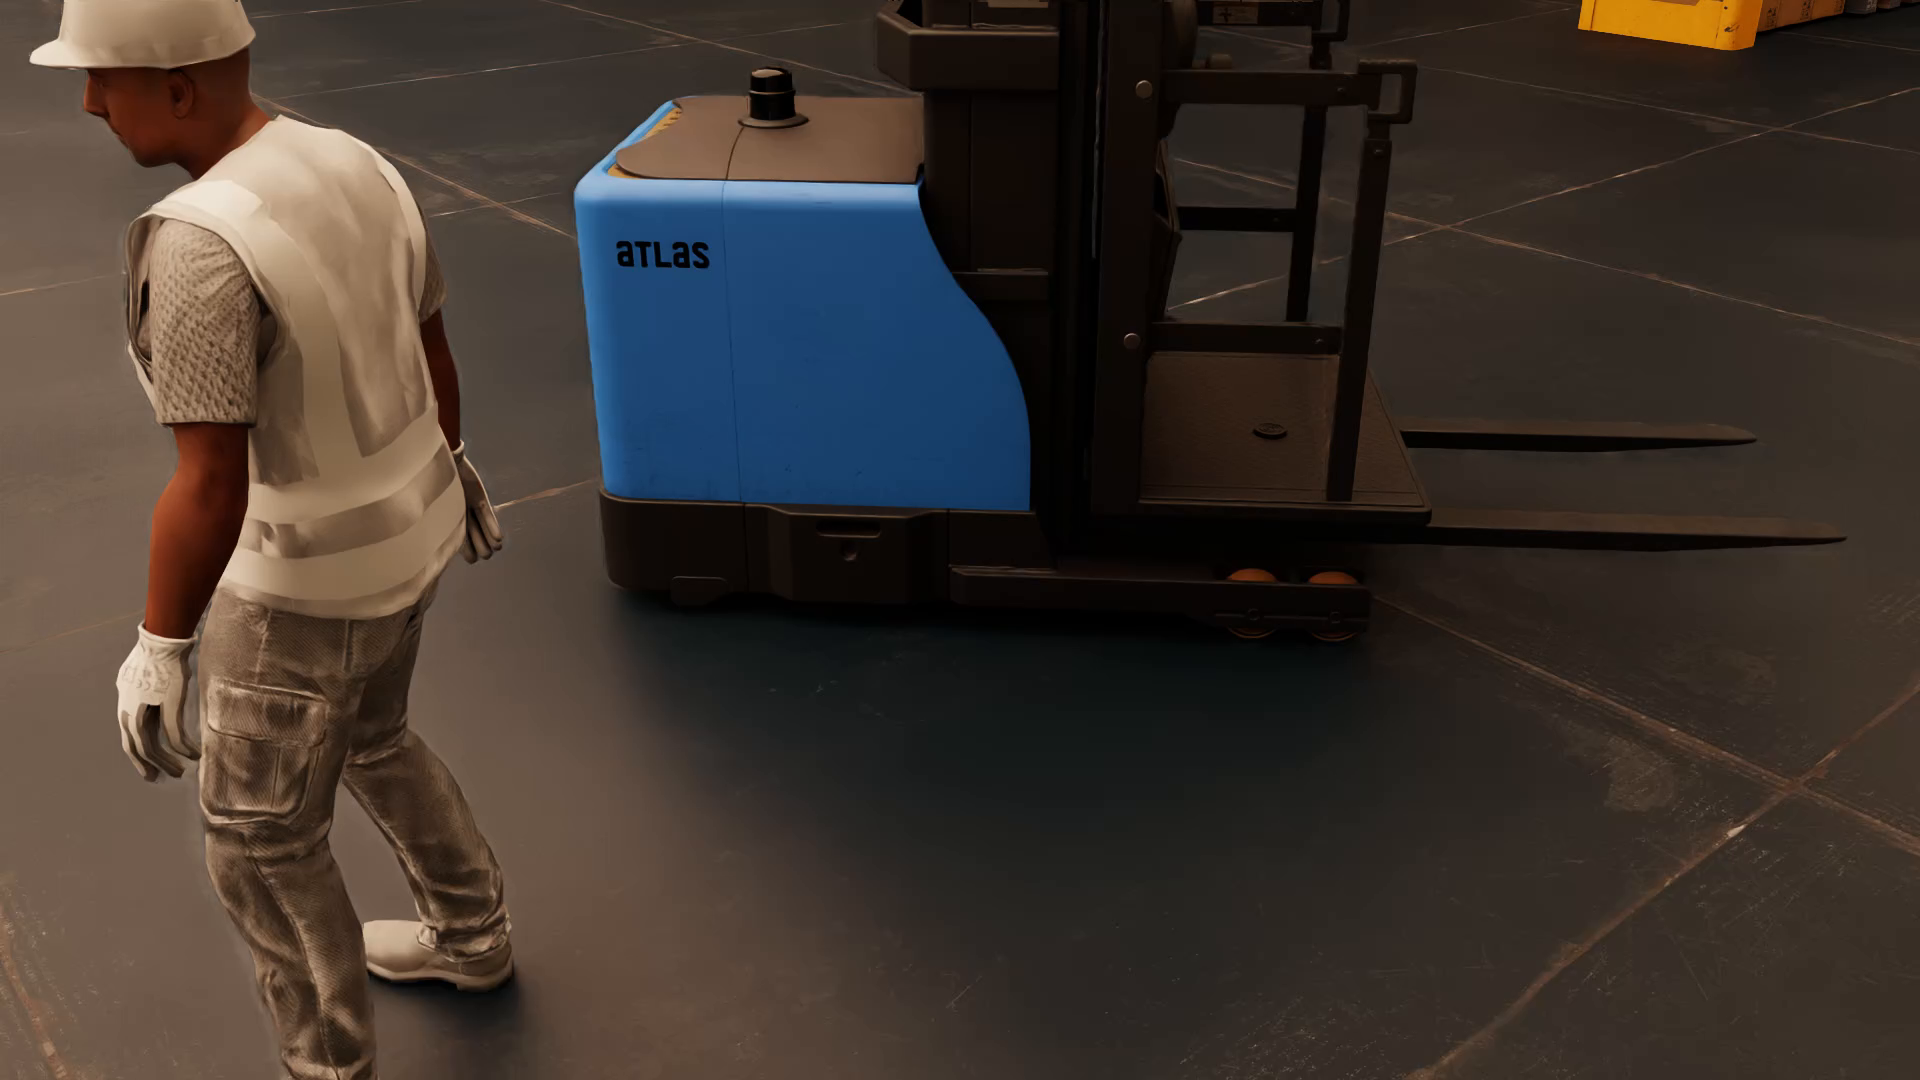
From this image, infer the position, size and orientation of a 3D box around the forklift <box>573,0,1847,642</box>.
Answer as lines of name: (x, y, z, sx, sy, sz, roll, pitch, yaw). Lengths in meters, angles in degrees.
forklift: (0.654, -1.314, 3.851, 3.031, 2.935, 1.130, 2, 26, 4)

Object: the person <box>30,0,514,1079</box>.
person: (-0.979, 0.029, 2.472, 0.424, 1.752, 0.840, 2, 26, 5)
